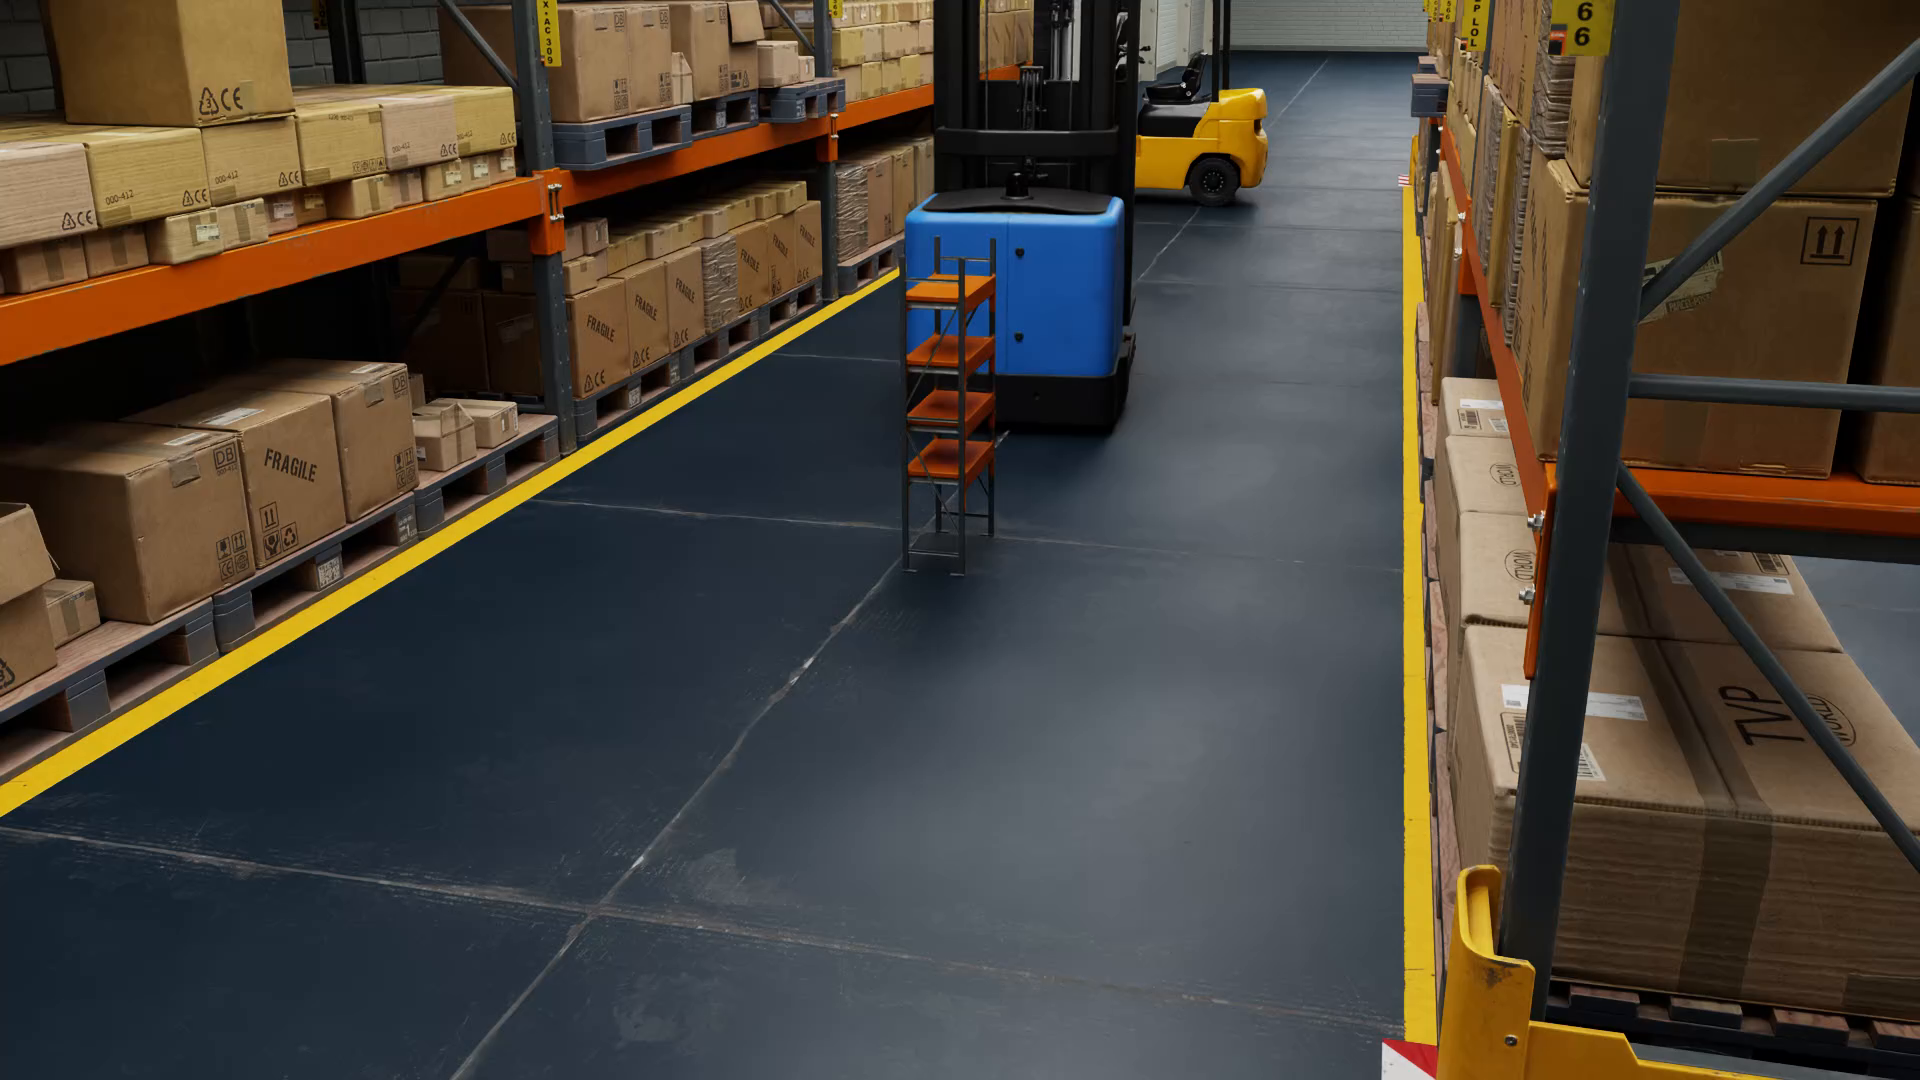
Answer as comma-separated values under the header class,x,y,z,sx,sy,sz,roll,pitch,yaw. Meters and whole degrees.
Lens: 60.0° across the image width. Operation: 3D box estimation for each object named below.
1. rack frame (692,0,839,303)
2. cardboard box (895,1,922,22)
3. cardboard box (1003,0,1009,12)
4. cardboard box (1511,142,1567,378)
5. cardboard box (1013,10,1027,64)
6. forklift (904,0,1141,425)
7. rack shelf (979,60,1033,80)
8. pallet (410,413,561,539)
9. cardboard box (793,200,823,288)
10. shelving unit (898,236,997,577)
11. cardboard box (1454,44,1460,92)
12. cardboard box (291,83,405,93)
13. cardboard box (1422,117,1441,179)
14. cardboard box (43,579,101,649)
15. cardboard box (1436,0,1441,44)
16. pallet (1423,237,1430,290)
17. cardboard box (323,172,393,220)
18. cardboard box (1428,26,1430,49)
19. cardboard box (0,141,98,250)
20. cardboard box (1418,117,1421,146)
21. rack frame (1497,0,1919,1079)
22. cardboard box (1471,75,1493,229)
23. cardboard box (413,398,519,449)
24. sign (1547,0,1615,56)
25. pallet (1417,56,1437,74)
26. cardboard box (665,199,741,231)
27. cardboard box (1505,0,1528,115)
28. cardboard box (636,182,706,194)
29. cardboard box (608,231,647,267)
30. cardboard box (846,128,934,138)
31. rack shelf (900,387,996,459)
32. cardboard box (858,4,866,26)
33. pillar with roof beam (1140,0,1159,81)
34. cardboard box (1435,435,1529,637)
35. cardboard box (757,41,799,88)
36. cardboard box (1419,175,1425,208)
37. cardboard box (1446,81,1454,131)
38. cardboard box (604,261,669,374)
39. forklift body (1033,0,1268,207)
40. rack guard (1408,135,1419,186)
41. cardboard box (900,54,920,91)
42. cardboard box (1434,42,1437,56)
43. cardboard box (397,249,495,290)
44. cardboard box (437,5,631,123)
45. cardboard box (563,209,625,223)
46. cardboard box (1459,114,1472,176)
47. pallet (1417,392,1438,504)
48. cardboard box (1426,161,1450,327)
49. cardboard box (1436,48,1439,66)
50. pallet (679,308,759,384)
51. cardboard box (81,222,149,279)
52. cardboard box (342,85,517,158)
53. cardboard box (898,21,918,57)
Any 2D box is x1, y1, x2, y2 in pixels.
class,x,y,z,sx,sy,sz,roll,pitch,yaw
rack frame,-1.347,-3.118,11.175,1.000,3.000,0.127,5,19,13
cardboard box,-0.511,-4.109,12.919,0.380,0.149,0.250,4,19,12
cardboard box,0.260,-5.124,15.889,0.380,0.149,0.250,4,19,13
cardboard box,1.511,-0.595,3.634,0.500,0.500,0.500,4,19,12
cardboard box,0.370,-5.016,16.579,0.500,0.500,0.500,5,19,14
forklift,0.438,-2.382,9.126,1.130,2.935,3.031,3,19,8
rack shelf,0.119,-4.658,16.797,1.077,0.370,4.000,5,19,13
pallet,-2.493,-0.329,7.325,1.003,0.211,1.213,5,19,13
cardboard box,-1.242,-1.984,11.073,0.500,0.500,0.500,5,20,15
shelving unit,-0.040,-0.516,6.342,0.258,1.200,0.503,5,19,13
cardboard box,2.843,-2.436,8.637,0.500,0.250,0.500,5,19,13
cardboard box,-2.707,-1.800,7.088,0.500,0.250,0.500,4,19,13
cardboard box,4.329,-3.440,14.561,0.500,0.500,0.500,4,19,13
cardboard box,-2.918,0.226,5.147,0.380,0.149,0.250,4,19,11
cardboard box,3.681,-3.770,11.821,0.500,0.500,0.500,4,19,11
pallet,3.960,-2.033,12.314,1.003,0.211,1.213,5,19,13
cardboard box,-2.365,-1.296,6.230,0.380,0.149,0.250,4,19,13
cardboard box,4.914,-5.133,16.461,0.500,0.500,0.500,5,20,15
cardboard box,-2.806,-0.959,4.626,0.500,0.250,0.500,5,19,14
cardboard box,4.952,-4.248,16.929,0.500,0.500,0.500,4,19,12
rack frame,1.510,-0.220,2.690,0.949,2.616,0.053,5,19,13
cardboard box,2.122,-1.394,5.973,0.500,0.500,0.500,5,20,15
cardboard box,-2.175,-0.516,7.318,0.380,0.149,0.250,4,19,12
sign,0.990,-0.927,2.602,0.100,0.325,0.005,5,19,13
pallet,4.117,-3.662,13.064,1.003,0.211,1.213,5,19,13
cardboard box,-1.534,-1.941,9.944,0.380,0.149,0.250,4,19,13
cardboard box,1.748,-1.388,4.409,0.500,0.500,0.500,5,19,13
cardboard box,-1.867,-2.220,10.762,0.380,0.149,0.250,5,20,15
cardboard box,-1.880,-1.539,8.768,0.380,0.149,0.250,4,19,12
cardboard box,-0.486,-3.282,14.680,0.875,0.625,0.625,6,20,16
rack shelf,-0.040,-0.452,6.363,0.258,0.148,0.480,5,19,13
cardboard box,-0.881,-3.715,11.765,0.380,0.149,0.250,5,20,15
pillar with roof beam,8.136,-13.619,32.638,9.100,9.000,0.400,5,19,13
cardboard box,2.015,0.010,5.333,0.875,0.438,0.875,4,19,12
cardboard box,-1.291,-2.889,10.088,0.500,0.250,0.500,4,19,11
cardboard box,4.329,-3.085,14.682,0.500,0.250,0.500,6,20,16
cardboard box,3.104,-2.522,9.664,0.500,0.250,0.500,4,19,12
cardboard box,-1.867,-1.181,8.723,0.500,0.500,0.500,4,19,13
forklift body,1.914,-4.485,16.491,2.313,2.155,1.214,5,19,13
rack guard,5.404,-4.028,17.706,1.175,0.500,0.348,5,19,13
cardboard box,-0.626,-3.648,12.960,0.500,0.250,0.500,5,20,15
cardboard box,4.312,-4.328,14.102,0.500,0.500,0.500,4,19,12
cardboard box,-2.514,-1.325,8.140,0.380,0.149,0.250,4,19,11
cardboard box,-1.989,-2.244,7.812,0.700,0.500,0.500,5,20,15
cardboard box,-2.148,-1.811,9.562,0.380,0.149,0.250,4,19,11
cardboard box,2.481,-1.722,7.321,0.500,0.250,0.500,4,19,13
pallet,2.606,-0.401,7.536,1.003,0.211,1.213,5,19,13
cardboard box,3.218,-1.710,9.691,0.875,0.875,0.875,4,19,13
cardboard box,3.658,-3.506,12.050,0.380,0.149,0.250,5,20,15
pallet,-1.866,-1.186,9.833,1.003,0.211,1.213,5,19,13
cardboard box,-2.727,-0.899,5.068,0.380,0.149,0.250,5,19,14
cardboard box,-2.212,-1.755,6.956,0.500,0.250,0.500,5,20,15
cardboard box,-0.632,-3.885,12.879,0.500,0.250,0.500,5,19,14
